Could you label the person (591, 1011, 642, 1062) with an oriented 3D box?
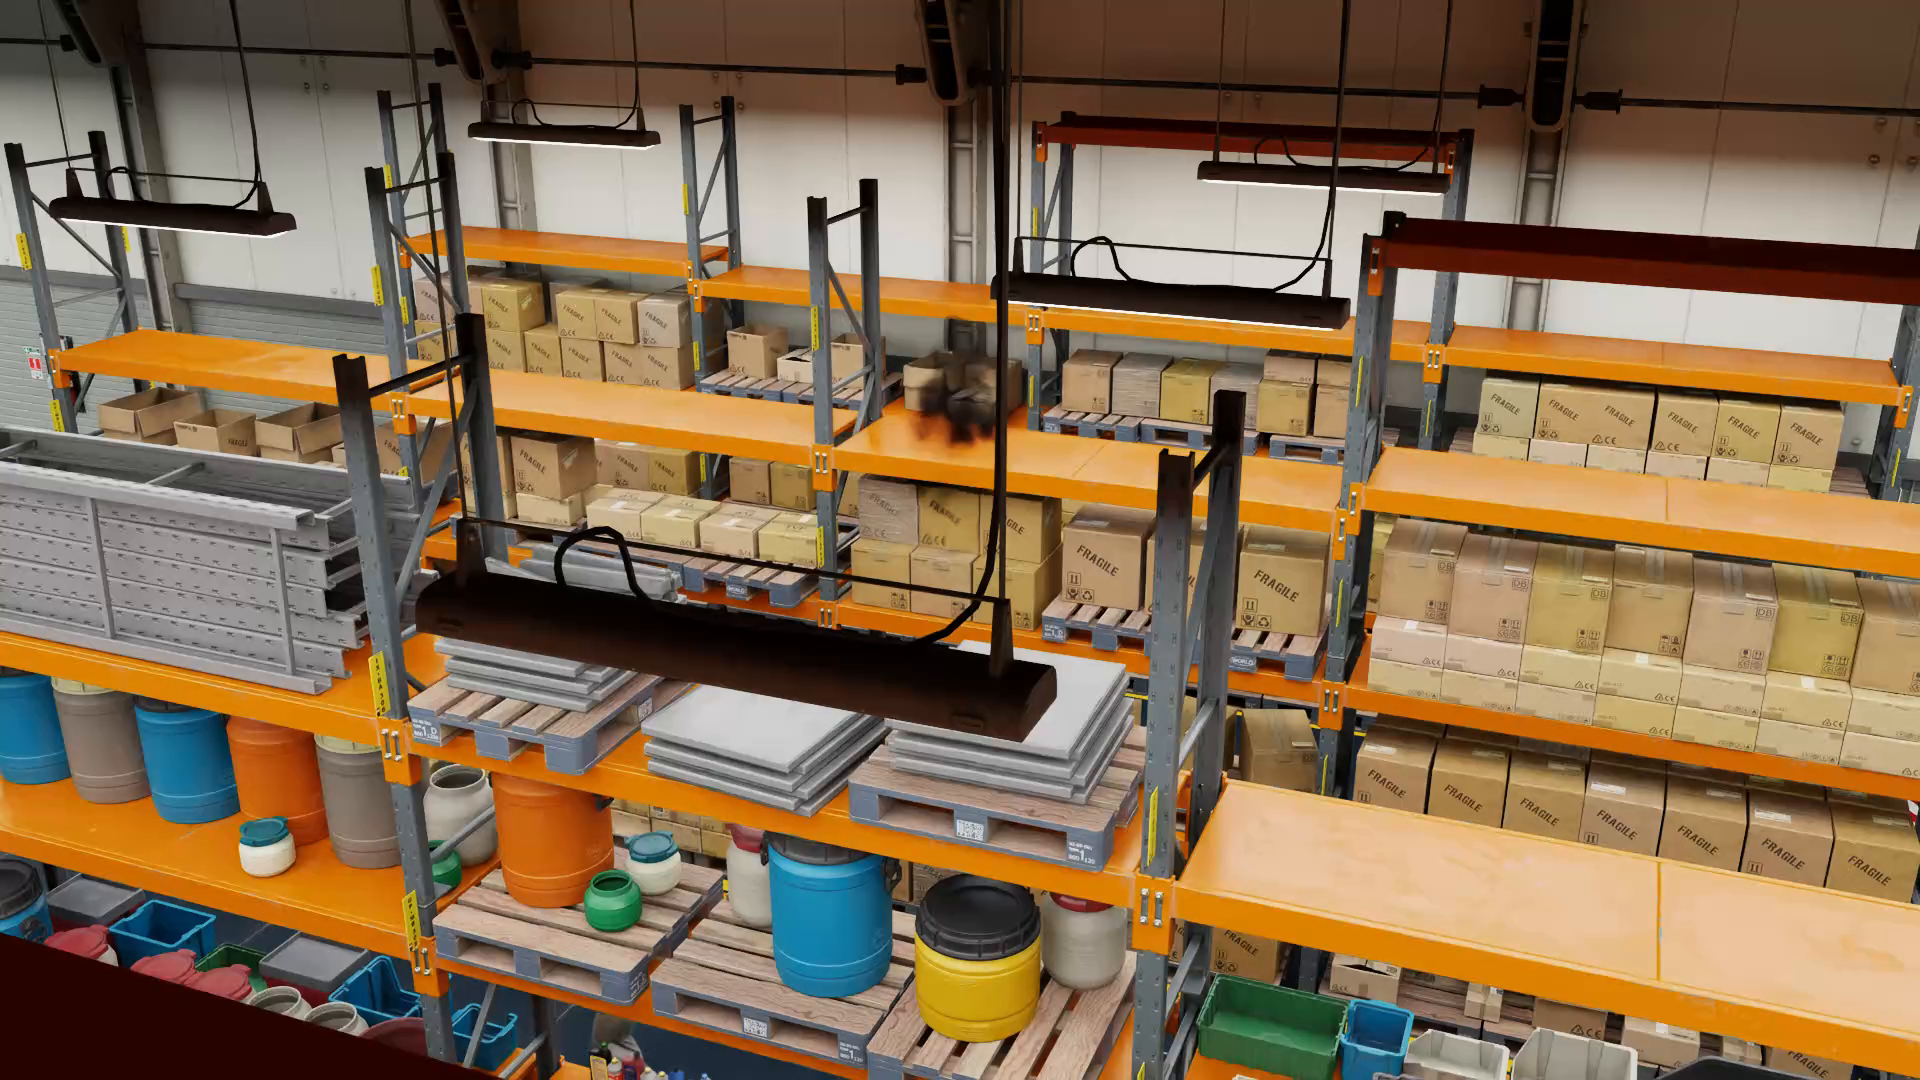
[{"bbox_3d":[-2.283,3.069,11.184,0.513,1.661,0.611,7,22,17],"label":"person"}]
